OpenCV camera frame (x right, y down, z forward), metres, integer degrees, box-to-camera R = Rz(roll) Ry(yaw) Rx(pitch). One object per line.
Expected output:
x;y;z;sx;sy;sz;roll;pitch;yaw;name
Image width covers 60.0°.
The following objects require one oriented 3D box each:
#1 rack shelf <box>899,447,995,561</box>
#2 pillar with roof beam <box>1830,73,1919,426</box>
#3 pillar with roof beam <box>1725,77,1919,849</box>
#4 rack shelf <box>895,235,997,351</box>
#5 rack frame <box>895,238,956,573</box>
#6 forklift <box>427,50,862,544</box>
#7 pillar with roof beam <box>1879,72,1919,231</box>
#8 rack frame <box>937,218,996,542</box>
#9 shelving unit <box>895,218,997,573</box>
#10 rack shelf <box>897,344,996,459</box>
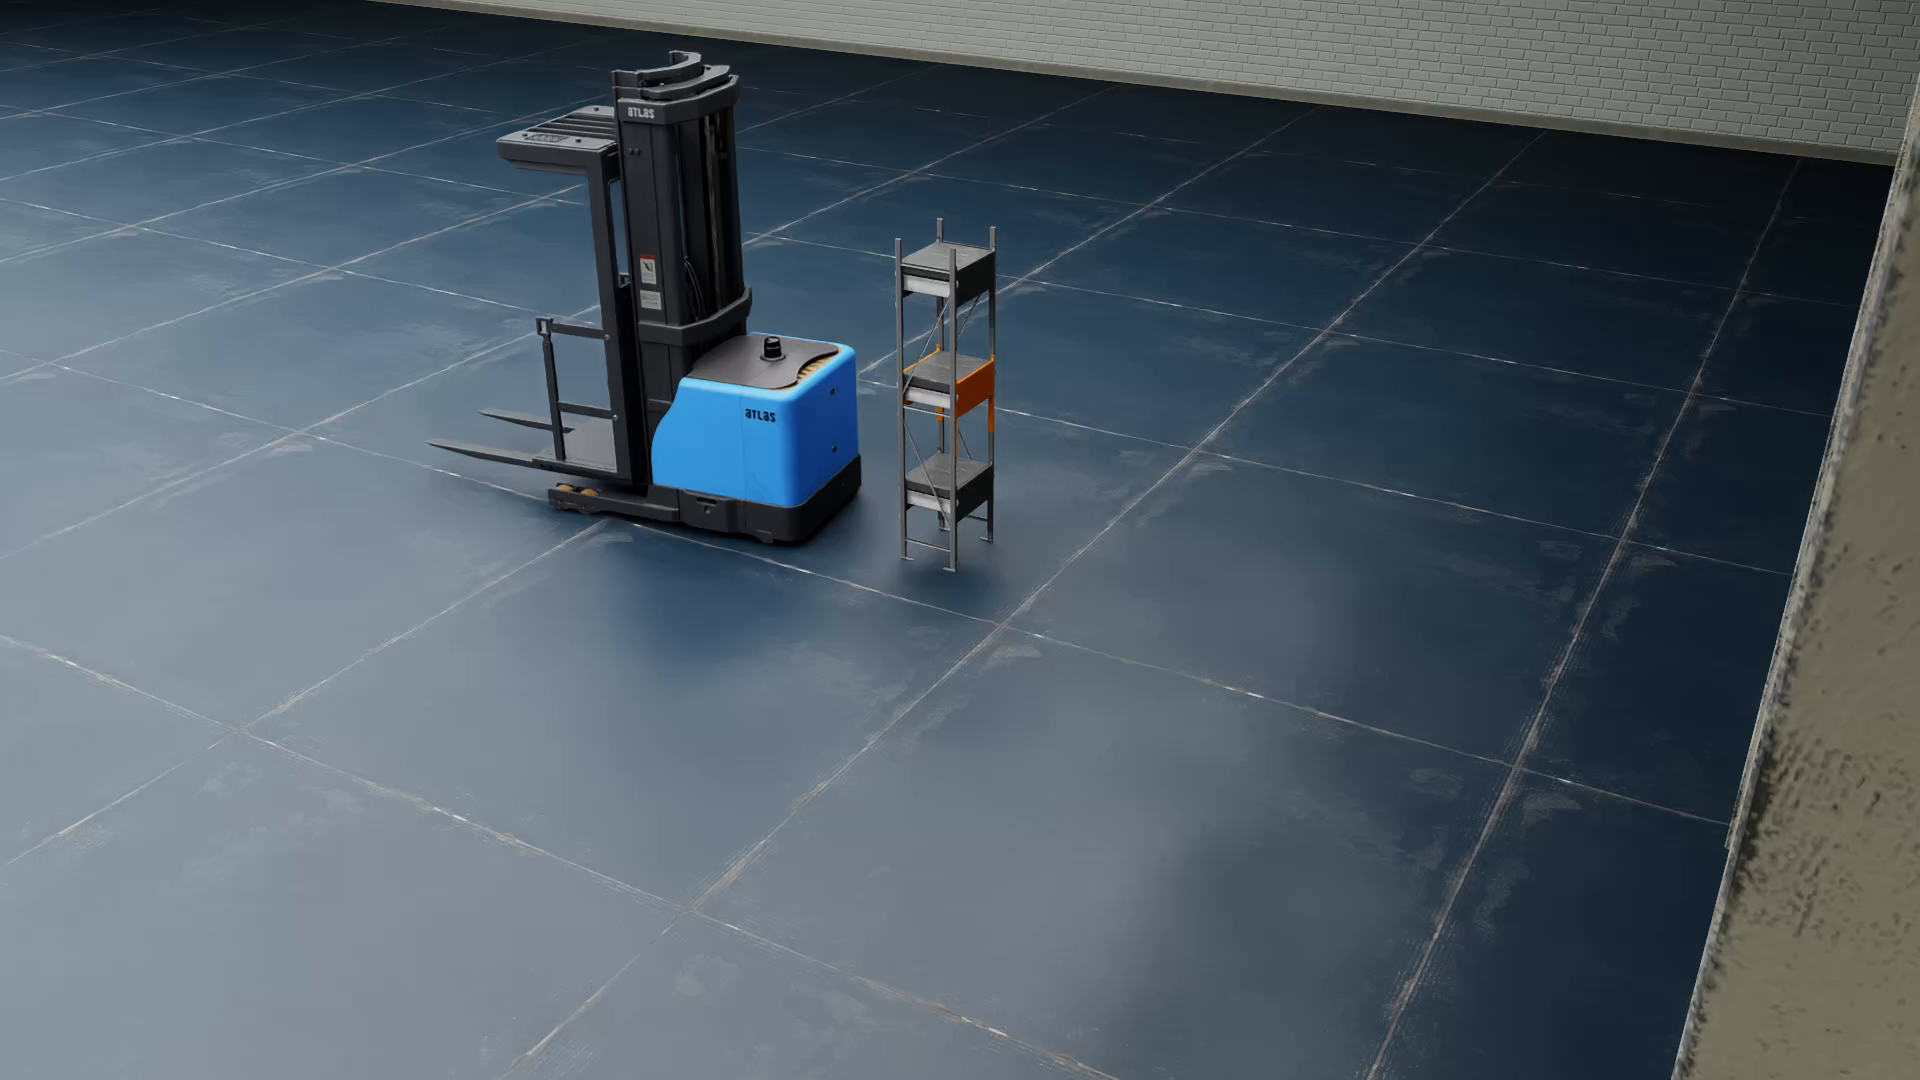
-0.081;-0.236;10.611;0.431;0.518;0.480;14;30;26;rack shelf
3.090;-5.882;12.587;9.100;9.000;0.400;14;30;26;pillar with roof beam
0.138;-3.544;7.916;9.100;9.000;0.400;14;30;26;pillar with roof beam
-0.081;-1.488;9.984;0.431;0.518;0.480;14;30;26;rack shelf
-0.201;-0.779;10.101;0.400;2.100;0.015;14;30;26;rack frame
-2.250;-1.692;10.995;3.031;2.935;1.130;10;28;19;forklift
6.042;-8.220;17.258;9.100;9.000;0.400;14;30;26;pillar with roof beam
0.039;-0.970;10.481;0.400;2.100;0.015;14;30;26;rack frame
-0.081;-0.874;10.291;0.431;2.100;0.503;14;30;26;shelving unit
-0.081;-0.862;10.297;0.431;0.518;0.480;14;30;26;rack shelf
